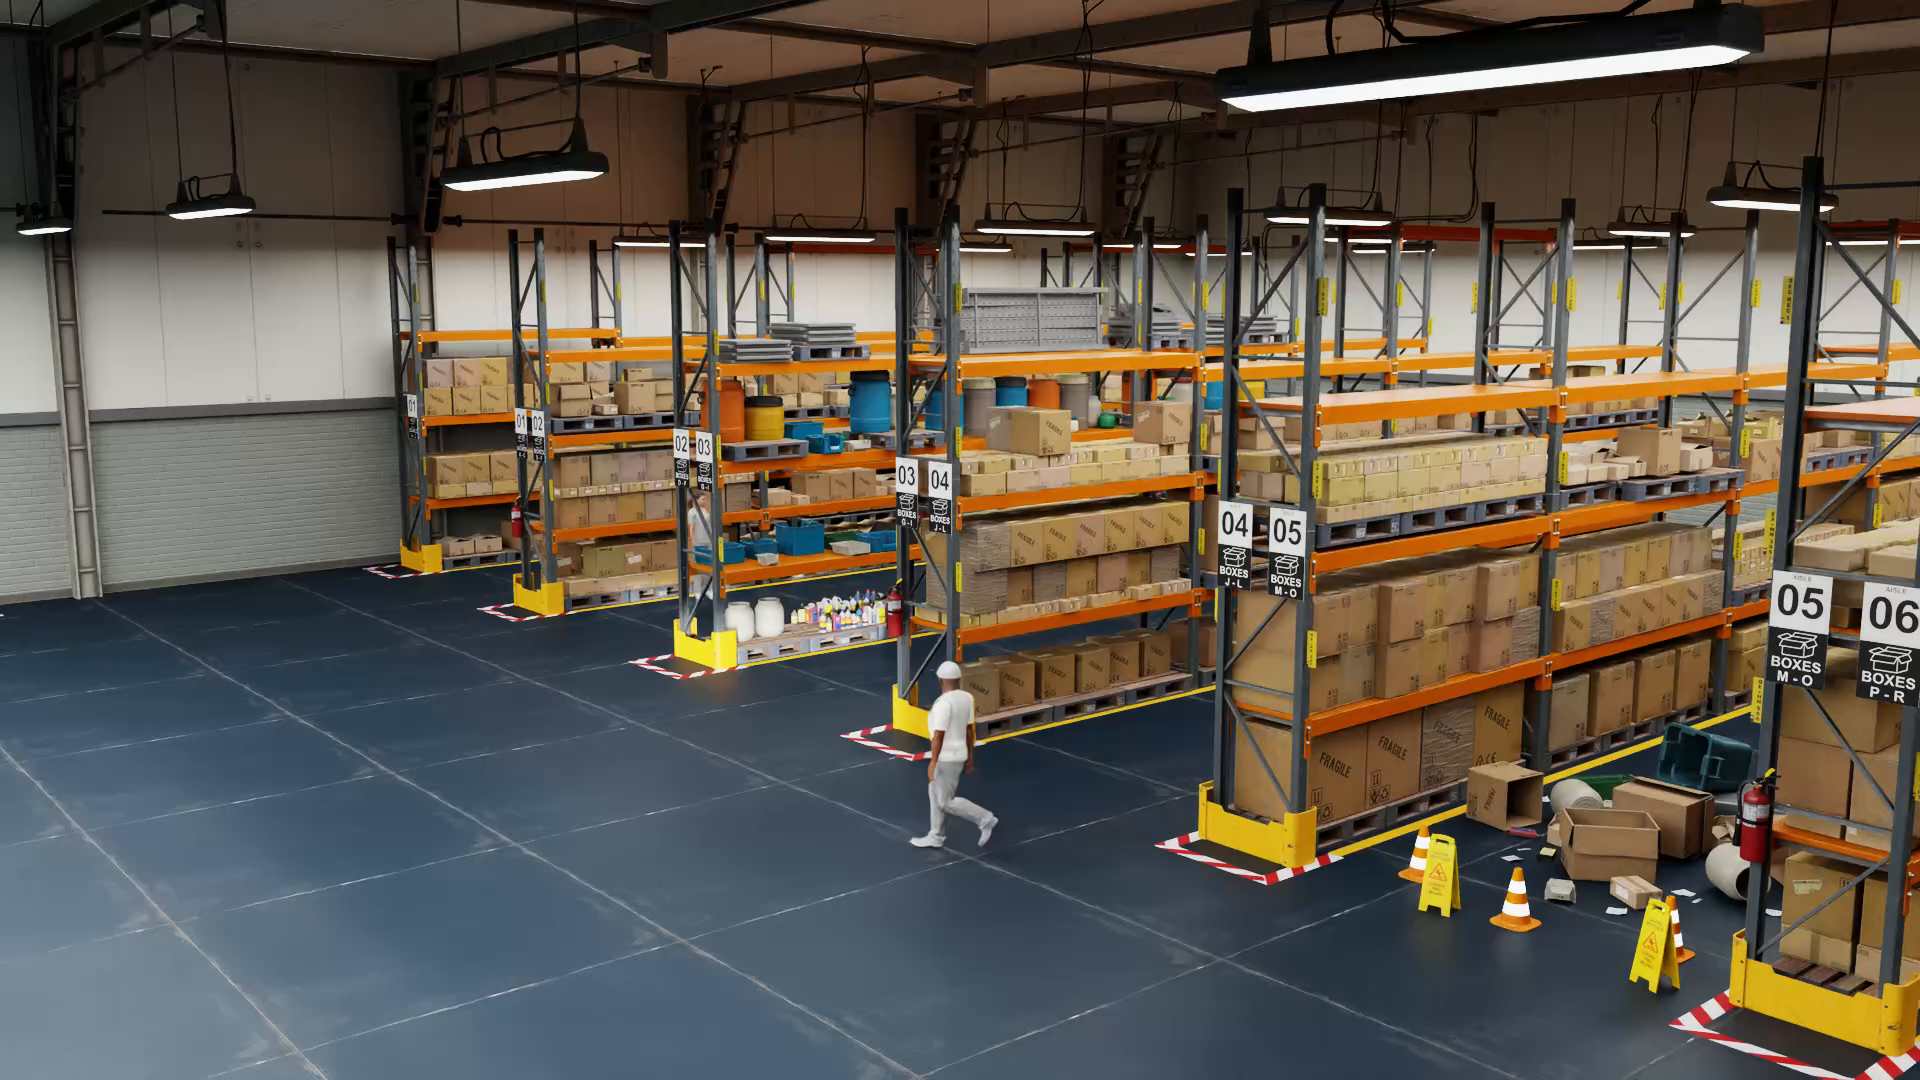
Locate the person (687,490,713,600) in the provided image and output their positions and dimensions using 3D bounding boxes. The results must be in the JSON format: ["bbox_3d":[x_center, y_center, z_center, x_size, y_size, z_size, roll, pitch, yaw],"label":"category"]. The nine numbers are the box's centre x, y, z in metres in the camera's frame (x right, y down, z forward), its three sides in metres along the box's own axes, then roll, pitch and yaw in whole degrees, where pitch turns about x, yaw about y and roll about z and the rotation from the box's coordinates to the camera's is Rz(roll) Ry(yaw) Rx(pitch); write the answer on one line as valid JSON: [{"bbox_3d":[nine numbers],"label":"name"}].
[{"bbox_3d":[-4.009,0.087,25.911,0.525,1.734,0.431,-7,11,-39],"label":"person"}]

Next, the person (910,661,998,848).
[{"bbox_3d":[-0.074,1.977,15.172,0.758,1.755,0.497,-1,9,-4],"label":"person"}]
